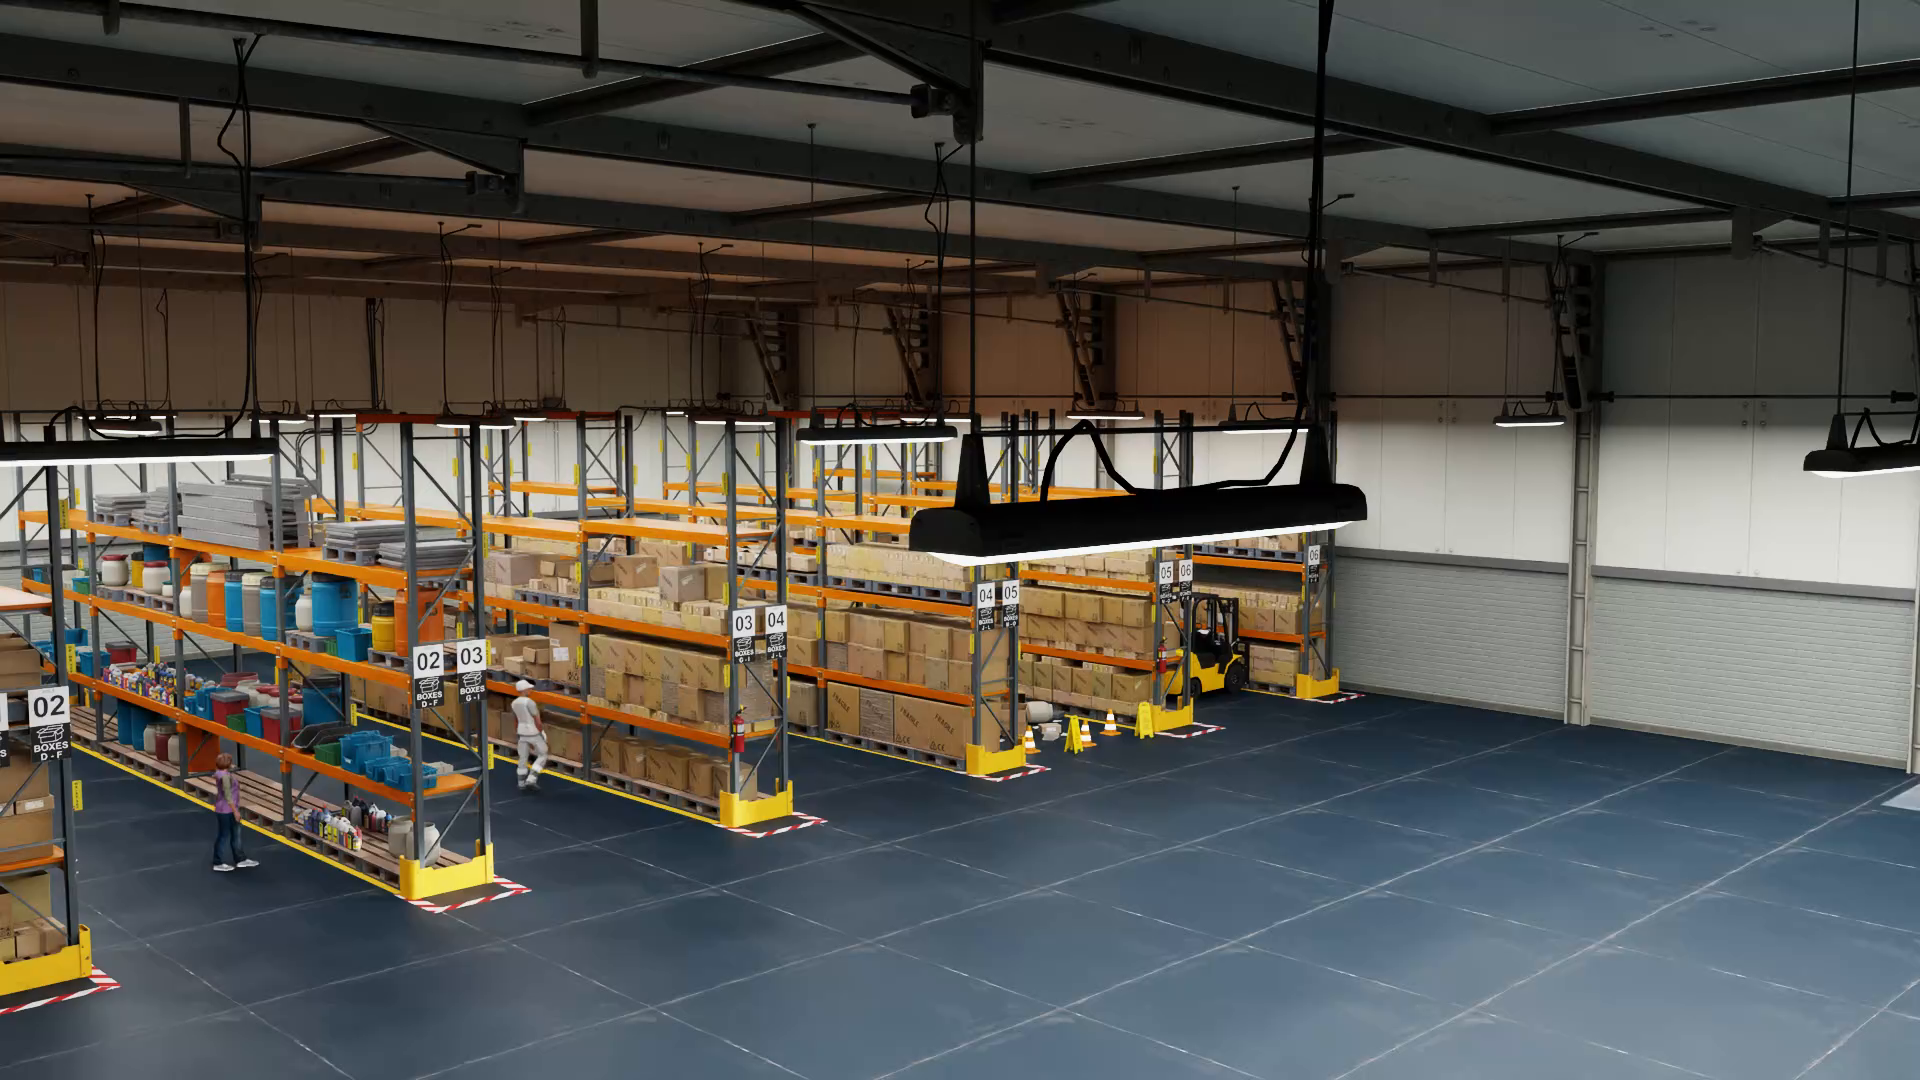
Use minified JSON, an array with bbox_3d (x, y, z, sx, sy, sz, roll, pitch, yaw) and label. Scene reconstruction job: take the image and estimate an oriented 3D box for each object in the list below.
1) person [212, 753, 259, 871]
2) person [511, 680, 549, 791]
[{"bbox_3d":[-9.703,3.619,22.154,0.560,1.595,0.432,-1,5,-12],"label":"person"},{"bbox_3d":[-6.889,3.125,26.552,0.654,1.786,0.428,2,5,25],"label":"person"}]
